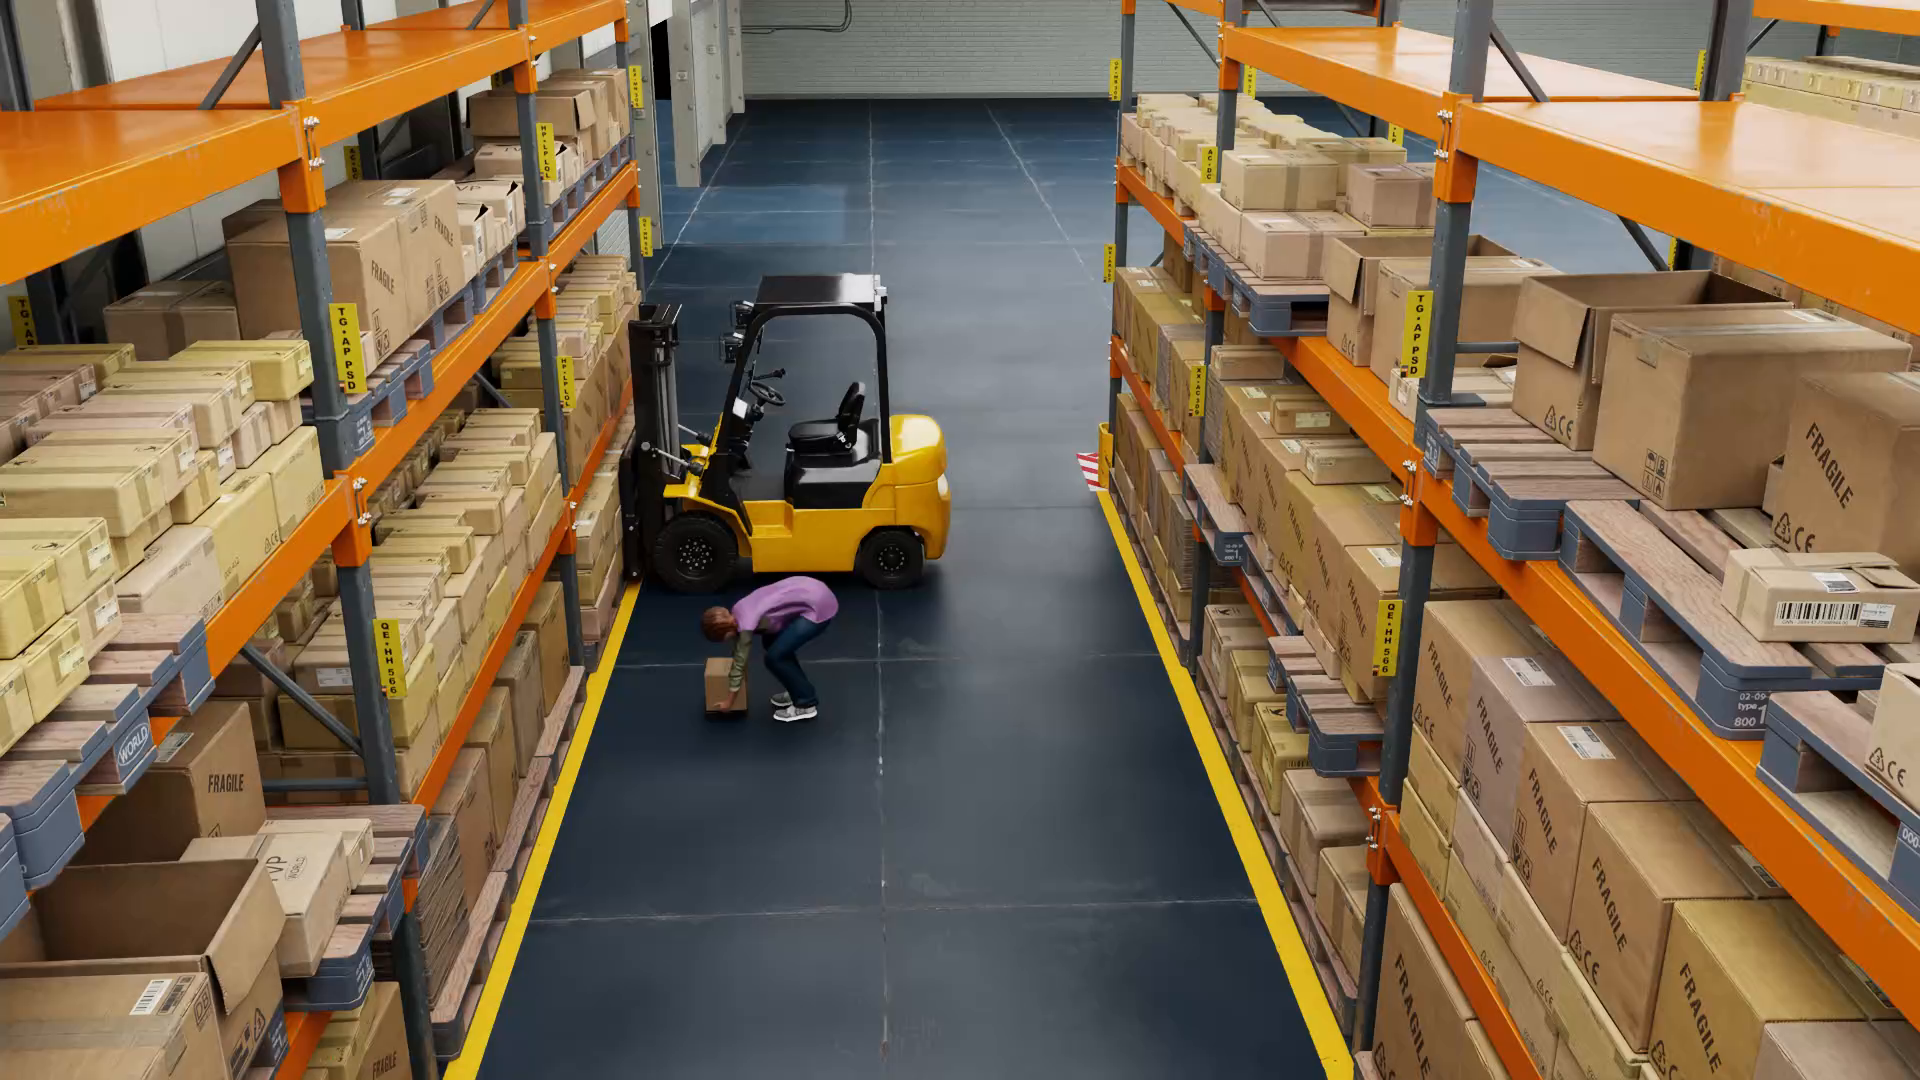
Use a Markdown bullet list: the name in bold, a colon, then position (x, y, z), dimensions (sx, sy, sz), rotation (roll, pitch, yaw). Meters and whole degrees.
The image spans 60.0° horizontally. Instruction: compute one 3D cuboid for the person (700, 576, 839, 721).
- **person**: position (-1.176, 0.669, 10.326), dimensions (0.855, 0.886, 0.419), rotation (-2, 21, -6)
